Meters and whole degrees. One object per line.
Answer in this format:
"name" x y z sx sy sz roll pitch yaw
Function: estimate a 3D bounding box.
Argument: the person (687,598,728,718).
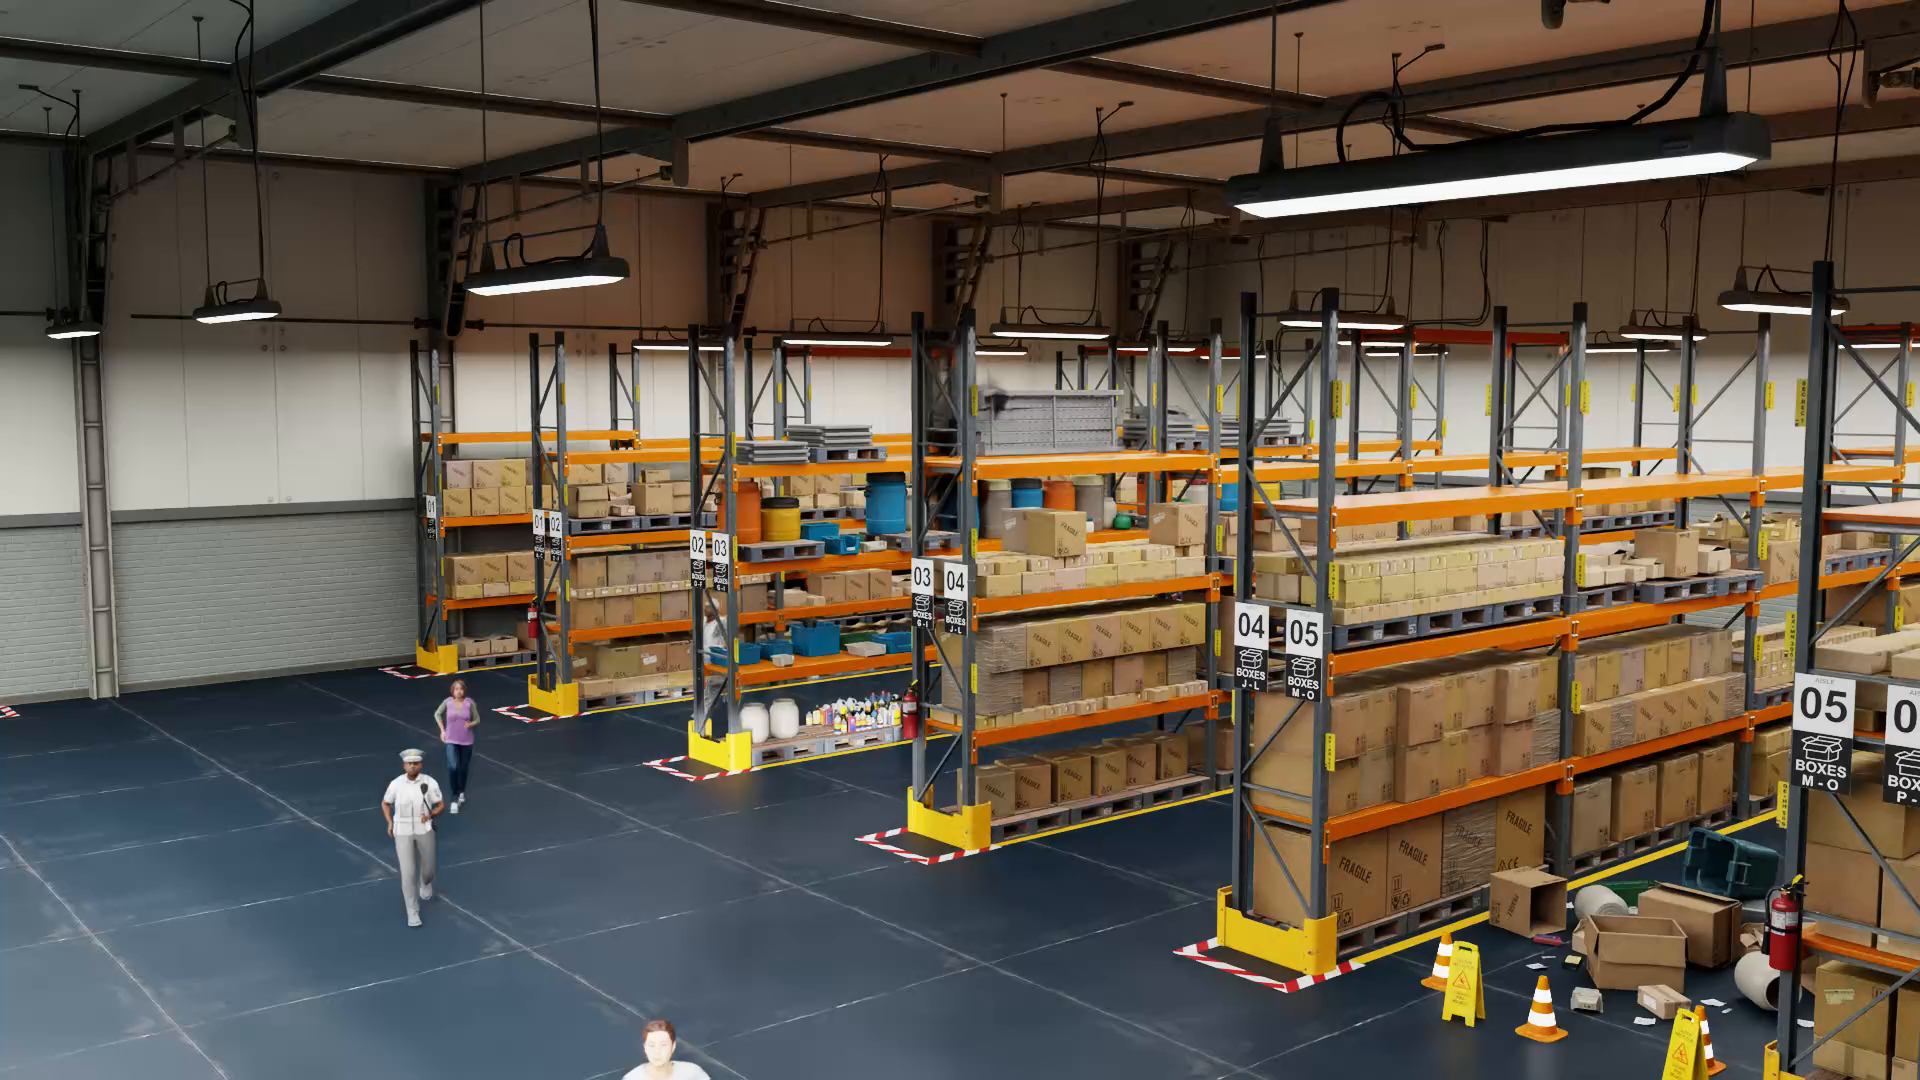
"person" -3.638 1.733 24.560 0.820 1.760 0.680 -5 7 -44

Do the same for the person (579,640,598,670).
"person" -6.538 1.692 28.671 0.577 1.679 0.663 4 7 39

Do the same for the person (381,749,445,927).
"person" -5.309 2.840 16.161 0.588 1.662 0.815 -2 6 -18

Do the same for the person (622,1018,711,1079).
"person" -1.636 3.488 9.179 0.544 1.705 0.691 0 5 -2

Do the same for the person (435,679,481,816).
"person" -6.094 2.510 20.230 0.518 1.627 0.718 -2 6 -22
